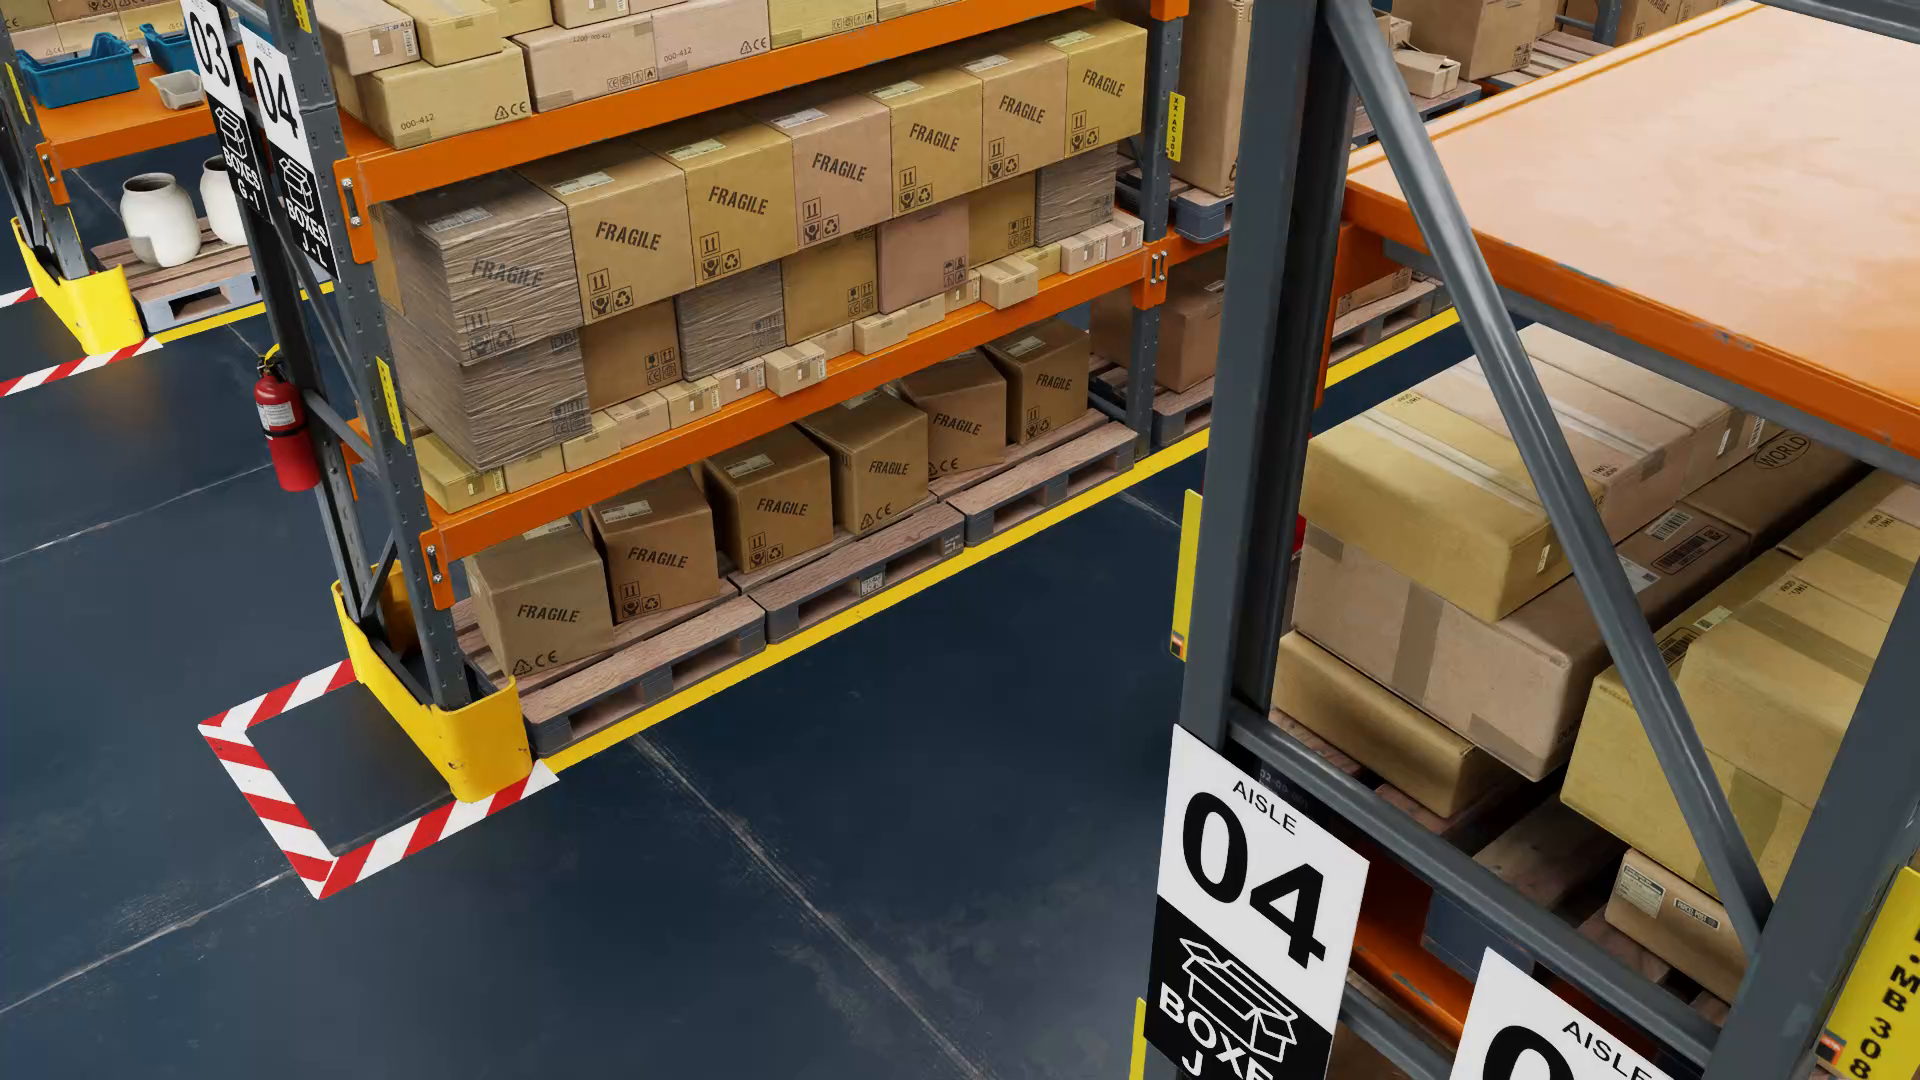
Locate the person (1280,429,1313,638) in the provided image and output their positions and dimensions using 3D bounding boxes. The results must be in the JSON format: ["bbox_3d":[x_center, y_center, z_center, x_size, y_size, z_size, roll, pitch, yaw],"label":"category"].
[{"bbox_3d":[1.274,0.065,6.946,0.531,1.643,0.358,-25,43,-31],"label":"person"}]
